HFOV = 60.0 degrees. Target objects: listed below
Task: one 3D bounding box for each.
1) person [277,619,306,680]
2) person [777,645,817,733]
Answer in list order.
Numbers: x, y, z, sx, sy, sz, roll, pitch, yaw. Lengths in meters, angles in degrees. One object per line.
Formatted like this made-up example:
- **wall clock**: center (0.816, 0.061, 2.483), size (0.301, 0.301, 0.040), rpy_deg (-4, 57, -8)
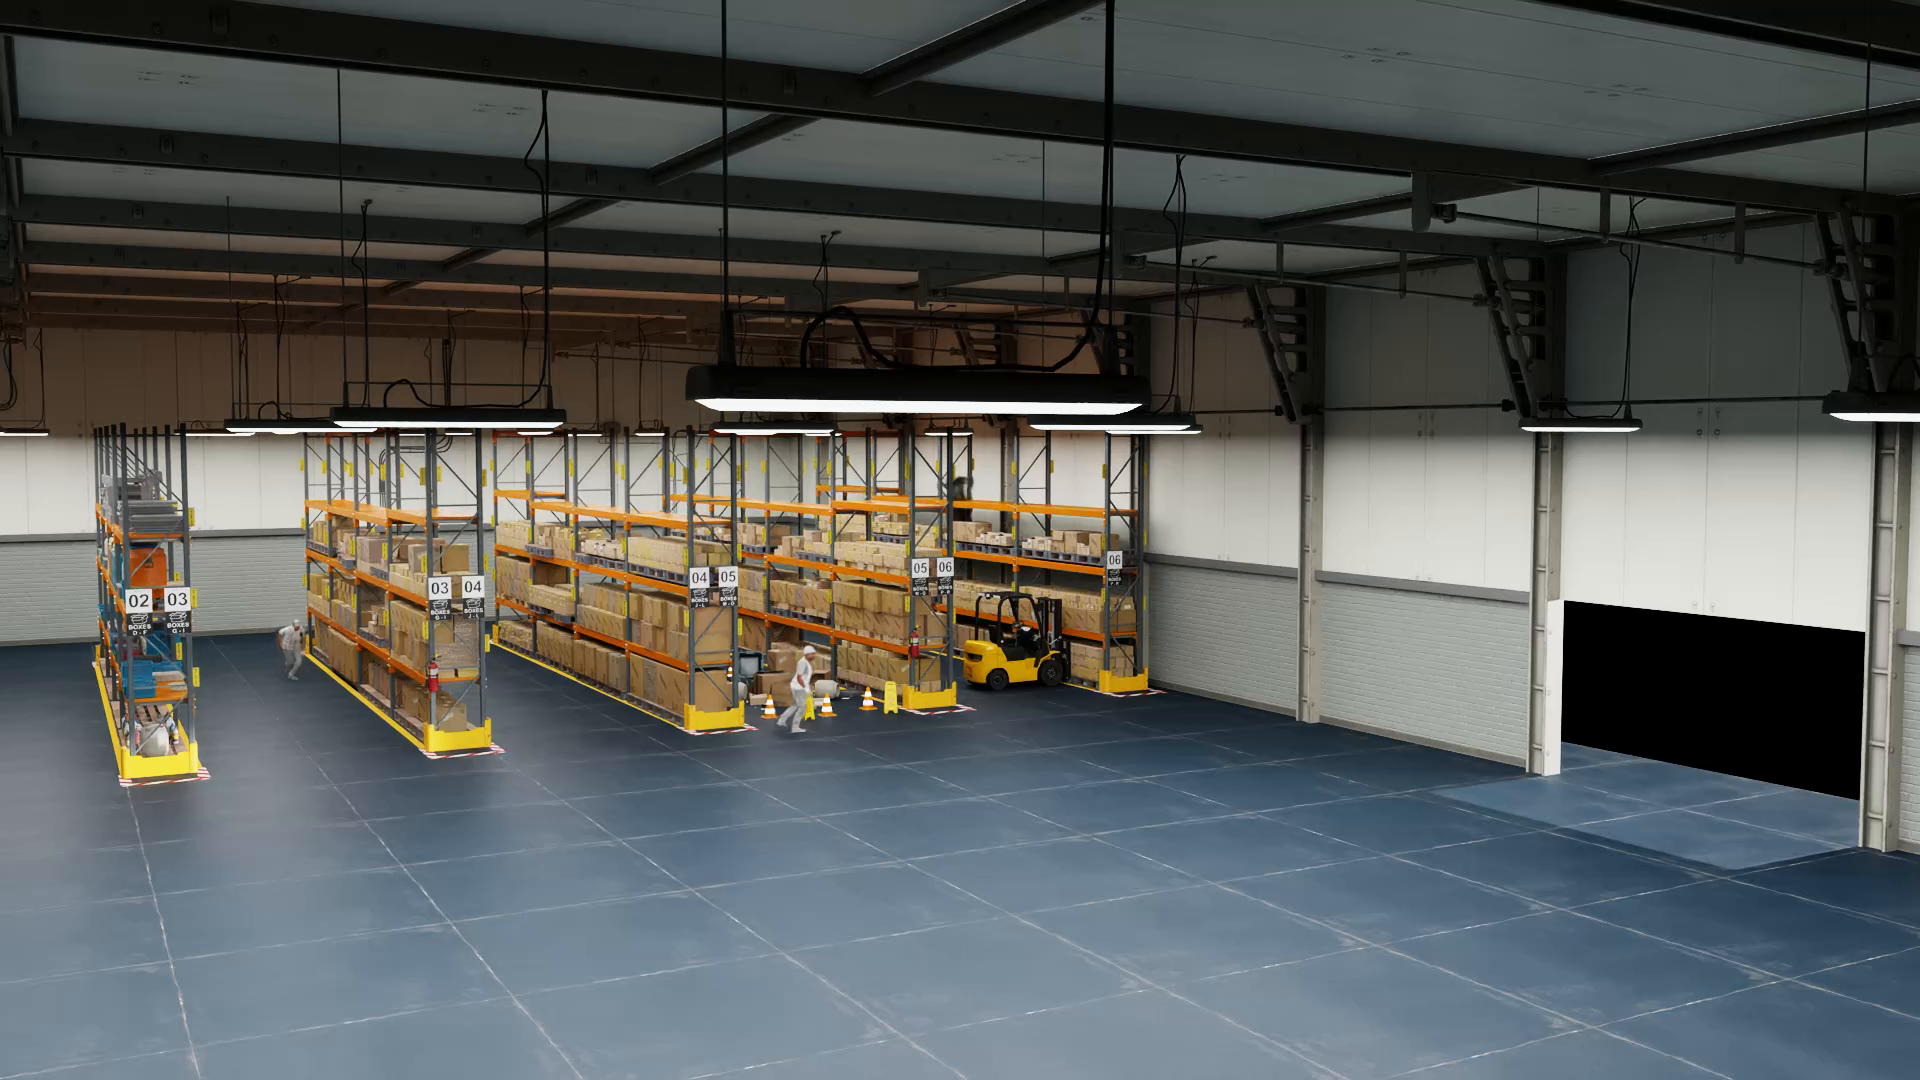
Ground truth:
- **person**: center (-15.883, 2.602, 39.514), size (0.632, 1.488, 0.849), rpy_deg (-3, 5, -40)
- **person**: center (-3.176, 2.905, 32.415), size (0.803, 1.719, 0.672), rpy_deg (0, 3, -1)
